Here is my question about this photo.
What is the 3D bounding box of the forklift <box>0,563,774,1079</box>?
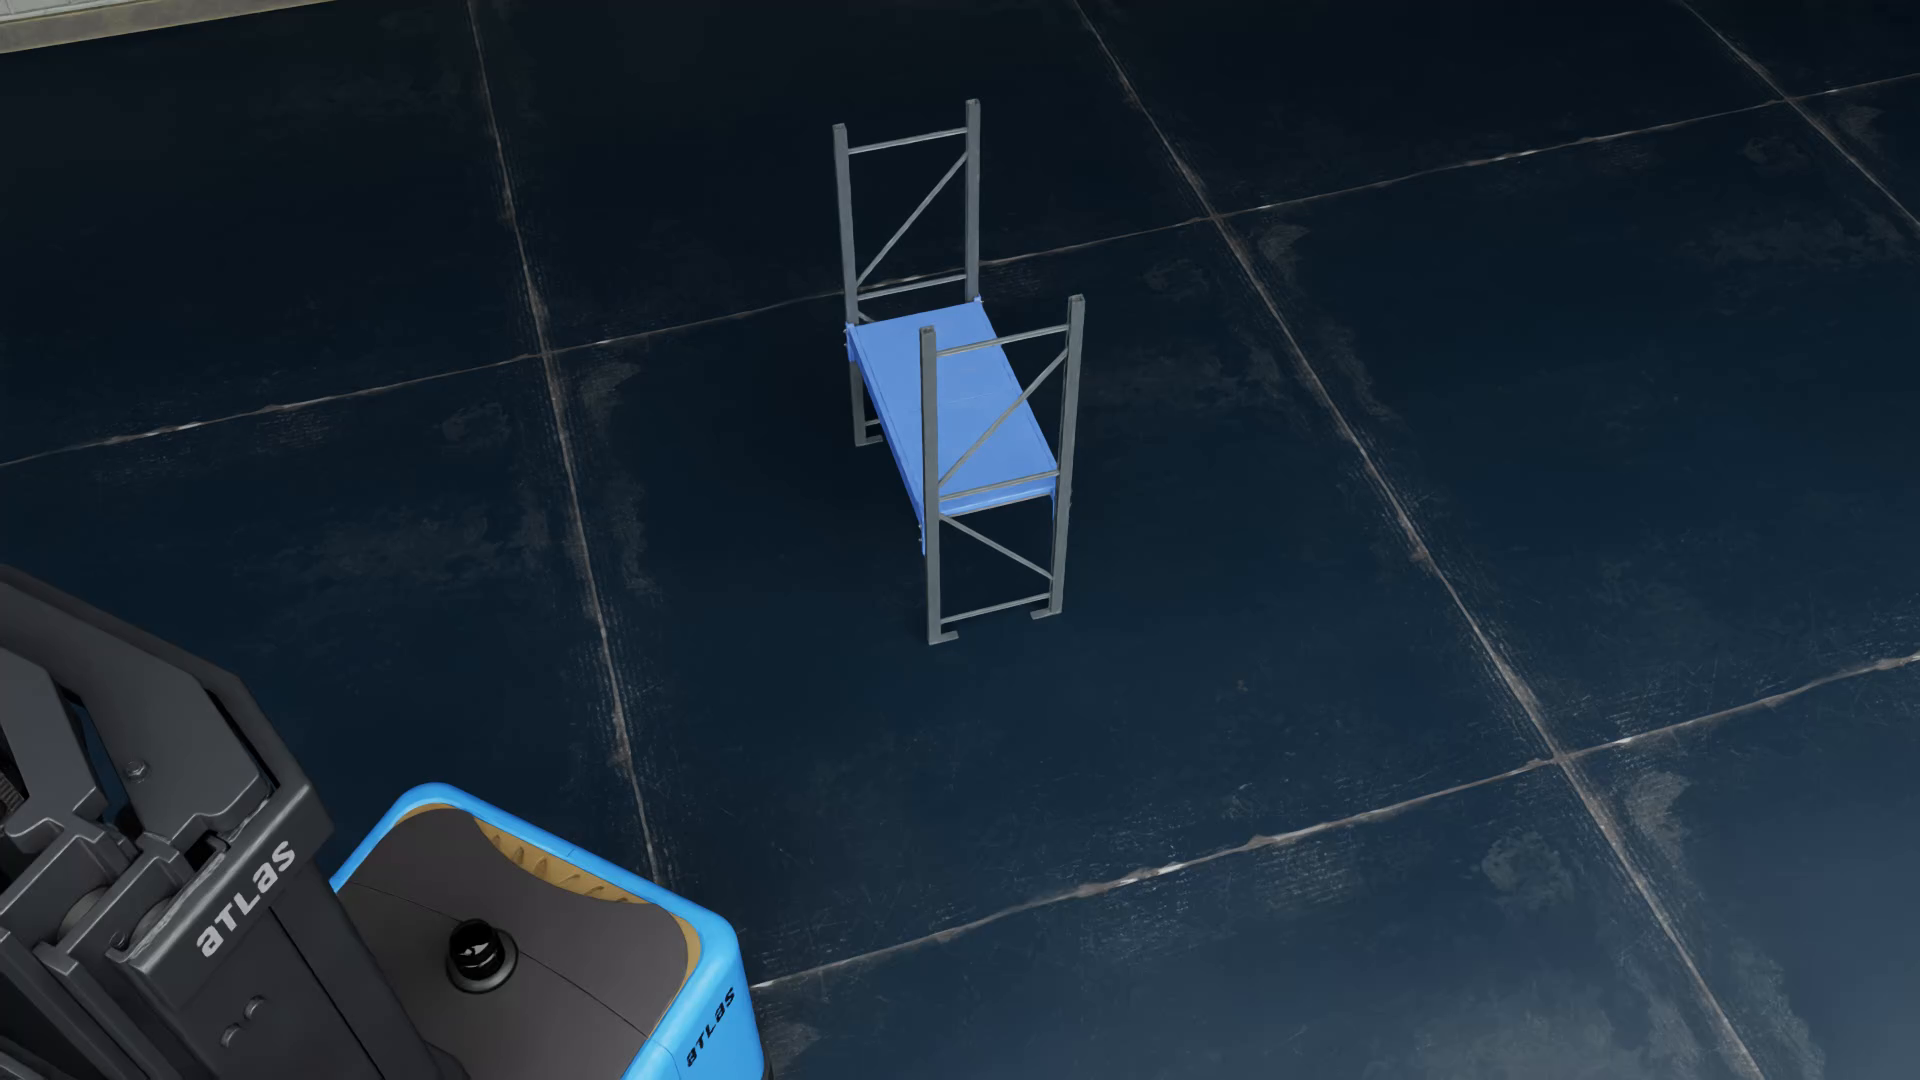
[{"bbox_3d":[-1.644,1.530,3.043,1.130,2.935,3.031,21,53,17],"label":"forklift"}]

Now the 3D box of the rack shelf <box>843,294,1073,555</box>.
[{"bbox_3d":[-0.025,-0.430,5.867,0.538,0.185,1.000,-13,51,-11],"label":"rack shelf"}]

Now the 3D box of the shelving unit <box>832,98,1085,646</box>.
[{"bbox_3d":[-0.025,-0.546,5.729,0.538,1.500,1.048,-13,51,-11],"label":"shelving unit"}]

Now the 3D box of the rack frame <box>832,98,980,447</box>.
[{"bbox_3d":[-0.176,-0.917,6.042,0.500,1.500,0.032,-13,51,-11],"label":"rack frame"}]

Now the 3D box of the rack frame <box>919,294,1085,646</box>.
[{"bbox_3d":[0.125,-0.174,5.416,0.500,1.500,0.032,-13,51,-11],"label":"rack frame"}]
